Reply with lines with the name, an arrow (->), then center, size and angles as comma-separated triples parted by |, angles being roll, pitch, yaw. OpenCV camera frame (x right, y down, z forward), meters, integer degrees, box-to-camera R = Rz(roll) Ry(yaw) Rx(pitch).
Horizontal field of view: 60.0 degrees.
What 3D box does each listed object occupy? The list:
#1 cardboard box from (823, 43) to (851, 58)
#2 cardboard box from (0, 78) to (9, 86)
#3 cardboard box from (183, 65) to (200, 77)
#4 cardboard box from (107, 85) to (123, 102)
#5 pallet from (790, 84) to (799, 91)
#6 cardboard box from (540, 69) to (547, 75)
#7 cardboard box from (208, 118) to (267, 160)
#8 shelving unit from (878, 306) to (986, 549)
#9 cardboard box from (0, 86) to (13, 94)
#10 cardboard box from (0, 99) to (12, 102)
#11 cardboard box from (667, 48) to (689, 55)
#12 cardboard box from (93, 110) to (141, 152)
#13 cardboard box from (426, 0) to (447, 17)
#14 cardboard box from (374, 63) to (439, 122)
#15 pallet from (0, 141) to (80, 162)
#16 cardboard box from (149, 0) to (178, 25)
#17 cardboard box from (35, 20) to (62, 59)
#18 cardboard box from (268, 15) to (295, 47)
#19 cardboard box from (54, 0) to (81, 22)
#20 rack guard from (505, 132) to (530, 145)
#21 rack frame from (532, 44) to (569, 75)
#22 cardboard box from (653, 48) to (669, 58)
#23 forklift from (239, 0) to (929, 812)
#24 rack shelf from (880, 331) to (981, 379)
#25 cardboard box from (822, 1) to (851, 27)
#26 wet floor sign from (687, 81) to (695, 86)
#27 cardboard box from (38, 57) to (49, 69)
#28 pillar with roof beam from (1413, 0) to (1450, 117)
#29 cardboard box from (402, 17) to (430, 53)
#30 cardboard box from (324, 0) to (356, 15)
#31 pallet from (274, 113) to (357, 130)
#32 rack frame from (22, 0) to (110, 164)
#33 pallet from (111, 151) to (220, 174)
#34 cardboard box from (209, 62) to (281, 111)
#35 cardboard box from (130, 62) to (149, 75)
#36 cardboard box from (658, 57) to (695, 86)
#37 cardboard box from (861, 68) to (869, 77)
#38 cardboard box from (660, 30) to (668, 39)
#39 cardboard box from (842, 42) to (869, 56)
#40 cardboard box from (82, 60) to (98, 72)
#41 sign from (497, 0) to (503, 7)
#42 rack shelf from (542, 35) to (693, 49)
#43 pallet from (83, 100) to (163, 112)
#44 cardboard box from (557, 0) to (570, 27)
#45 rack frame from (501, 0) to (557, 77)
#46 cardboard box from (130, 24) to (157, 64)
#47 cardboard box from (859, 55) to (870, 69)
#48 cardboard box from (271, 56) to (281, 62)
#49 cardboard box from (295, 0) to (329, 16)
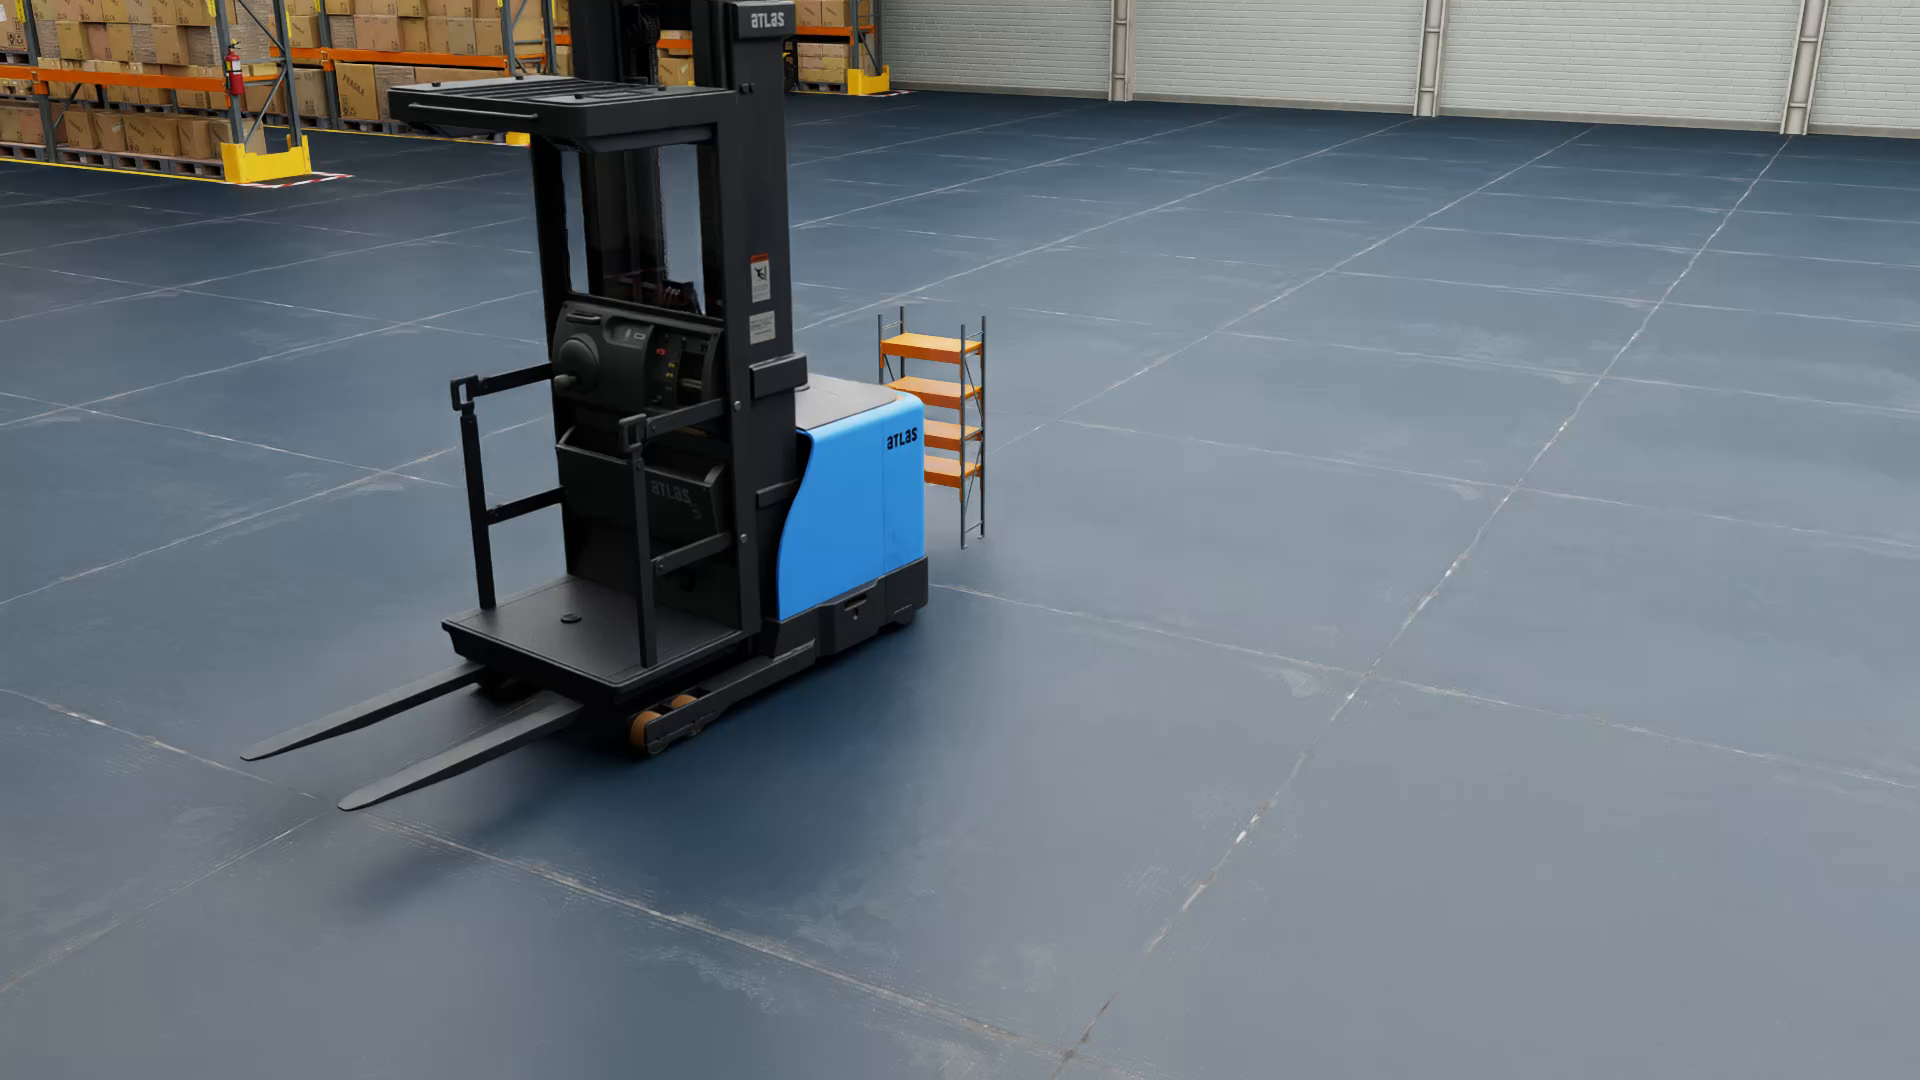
cardboard box -> -2.464, -10.030, 34.066 | 0.500, 0.250, 0.500 | 12, 23, 29
cardboard box -> -18.044, -8.733, 31.671 | 0.250, 0.149, 0.380 | 10, 22, 25
cardboard box -> -9.971, -6.179, 21.867 | 0.250, 0.149, 0.380 | 11, 23, 27
cardboard box -> -15.261, -8.257, 30.280 | 0.500, 0.500, 0.500 | 10, 22, 25
pallet -> -3.659, -9.678, 35.236 | 1.213, 0.211, 1.003 | 11, 23, 27
cardboard box -> -8.279, -8.907, 32.258 | 0.625, 0.372, 0.950 | 11, 23, 28
cardboard box -> -9.697, -5.374, 22.331 | 0.500, 0.500, 0.500 | 16, 25, 37
shelving unit -> -0.145, -0.592, 8.736 | 0.503, 1.200, 0.258 | 11, 23, 27
cardboard box -> -18.086, -8.612, 31.772 | 0.250, 0.149, 0.380 | 10, 22, 26
cardboard box -> -14.561, -6.319, 24.906 | 0.500, 0.500, 0.700 | 13, 24, 32
cardboard box -> -5.863, -10.501, 36.281 | 0.625, 0.625, 0.875 | 12, 23, 30
cardboard box -> -11.819, -5.759, 23.392 | 0.500, 0.500, 0.500 | -17, 26, -39
cardboard box -> -7.906, -8.551, 26.237 | 0.550, 0.550, 0.875 | 11, 23, 27
cardboard box -> -8.842, -7.292, 27.069 | 0.875, 0.875, 0.875 | 11, 23, 28
pallet -> -13.333, -5.726, 24.341 | 1.213, 0.211, 1.003 | 11, 23, 27
cardboard box -> -10.200, -6.999, 21.711 | 0.500, 0.500, 0.500 | 11, 23, 27
cardboard box -> -12.290, -7.001, 23.185 | 0.500, 0.500, 0.875 | 11, 23, 27
cardboard box -> -11.172, -8.506, 27.768 | 0.500, 0.500, 0.500 | 11, 22, 27
cardboard box -> -11.946, -7.332, 22.629 | 0.500, 0.500, 0.500 | 11, 23, 27
rack guard -> -6.632, -6.523, 26.115 | 0.348, 0.500, 1.175 | 11, 23, 27
rack frame -> -7.820, -9.858, 31.643 | 0.127, 3.000, 1.000 | 11, 23, 27
cardboard box -> -5.507, -8.852, 30.234 | 0.250, 0.149, 0.380 | 12, 23, 29
forklift -> -1.441, -0.725, 6.564 | 1.130, 2.935, 3.031 | 15, 25, 35
rack shelf -> -0.145, -0.961, 8.602 | 0.480, 0.148, 0.258 | 11, 23, 27
cardboard box -> -2.468, -10.722, 33.877 | 0.500, 0.500, 0.500 | 10, 22, 26
wet floor sign -> -4.683, -7.736, 29.245 | 0.267, 0.644, 0.232 | -16, 26, -38
cardboard box -> -12.612, -6.664, 23.207 | 0.250, 0.149, 0.380 | 11, 23, 27
pillar with roof beam -> 6.298, -10.598, 24.886 | 0.400, 9.000, 9.100 | 11, 23, 27
cardboard box -> -8.401, -8.112, 26.611 | 0.500, 0.550, 0.875 | 11, 23, 27
cardboard box -> -9.840, -8.874, 27.127 | 0.550, 0.550, 0.875 | 11, 23, 27
pallet -> -10.856, -7.163, 28.301 | 1.213, 0.211, 1.003 | 11, 23, 27
rack frame -> -12.653, -6.908, 23.510 | 0.127, 3.000, 1.000 | 11, 23, 27
pallet -> -10.980, -5.293, 23.148 | 1.213, 0.211, 1.003 | 11, 23, 27
cardboard box -> -12.385, -7.900, 28.929 | 0.750, 0.750, 1.050 | 11, 23, 28
cardboard box -> -10.871, -6.329, 22.281 | 0.250, 0.149, 0.380 | 11, 23, 27
cardboard box -> -5.154, -8.506, 30.232 | 0.500, 0.500, 0.500 | 11, 23, 28
cardboard box -> -2.243, -9.716, 34.667 | 0.500, 0.250, 0.500 | 11, 23, 28
cardboard box -> -5.247, -9.131, 30.008 | 0.250, 0.149, 0.380 | 10, 22, 26
cardboard box -> -2.237, -10.182, 34.487 | 0.500, 0.250, 0.500 | 10, 22, 26
cardboard box -> -11.747, -6.493, 22.735 | 0.250, 0.149, 0.380 | 11, 23, 27
sign -> -6.930, -8.199, 25.023 | 0.005, 0.325, 0.100 | 11, 23, 27
rack shelf -> -6.074, -9.187, 30.849 | 4.000, 0.370, 1.077 | 11, 23, 27
pallet -> -15.380, -8.056, 30.763 | 1.213, 0.211, 1.003 | 11, 23, 27
cardboard box -> -7.122, -9.812, 30.934 | 0.500, 0.500, 0.500 | 11, 23, 27
rack frame -> -6.653, -7.702, 25.700 | 0.127, 3.000, 1.000 | 11, 23, 27
cardboard box -> -10.538, -6.673, 22.278 | 0.500, 0.500, 0.875 | 11, 23, 27
cardboard box -> -2.219, -9.951, 34.582 | 0.500, 0.250, 0.500 | 11, 23, 28
cardboard box -> -14.223, -10.308, 35.383 | 0.875, 0.875, 0.875 | 12, 23, 29
cardboard box -> -10.582, -8.965, 27.569 | 0.500, 0.500, 0.700 | 10, 22, 26
